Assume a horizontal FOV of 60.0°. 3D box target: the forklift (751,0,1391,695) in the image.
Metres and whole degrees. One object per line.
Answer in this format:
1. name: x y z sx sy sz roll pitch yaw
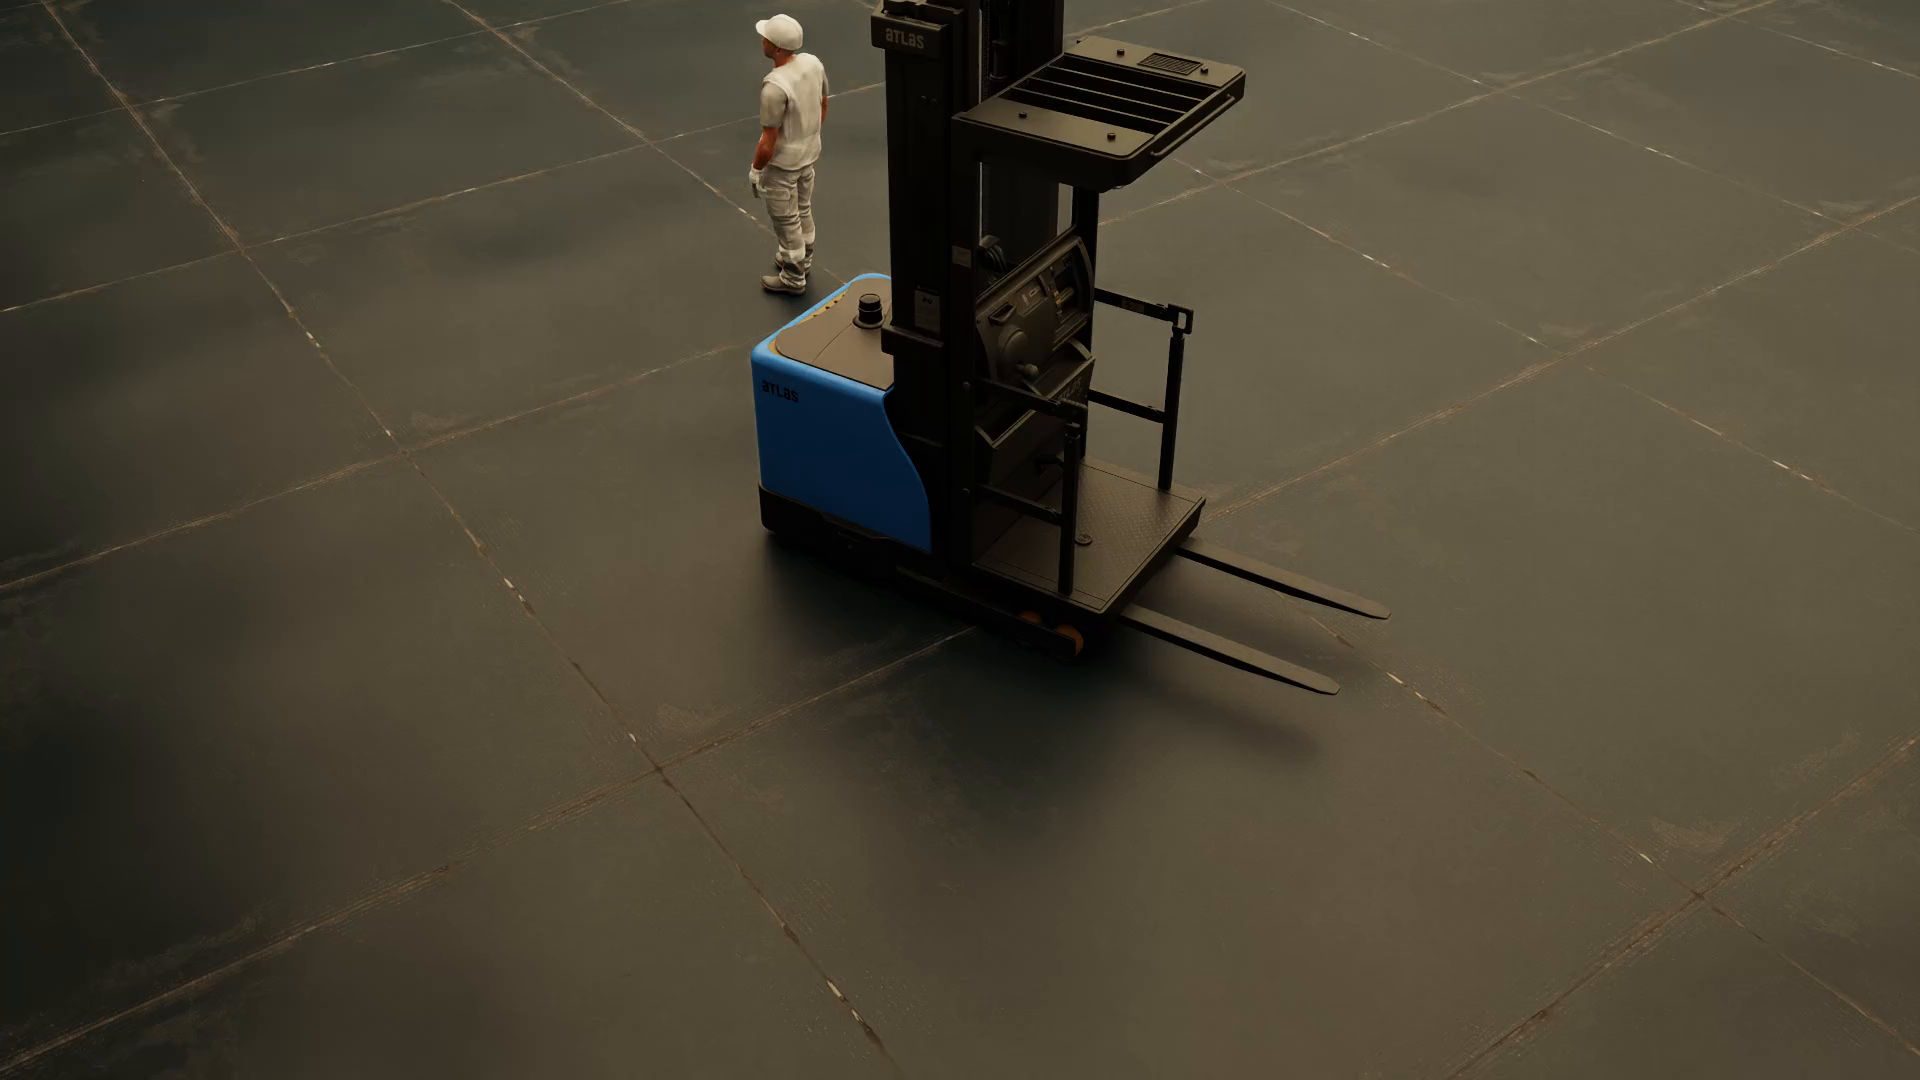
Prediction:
1. forklift: 0.514 -0.985 7.276 3.031 2.935 1.130 21 41 26

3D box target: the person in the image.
1. person: -1.094 -2.321 10.032 0.564 1.787 0.637 20 41 25
